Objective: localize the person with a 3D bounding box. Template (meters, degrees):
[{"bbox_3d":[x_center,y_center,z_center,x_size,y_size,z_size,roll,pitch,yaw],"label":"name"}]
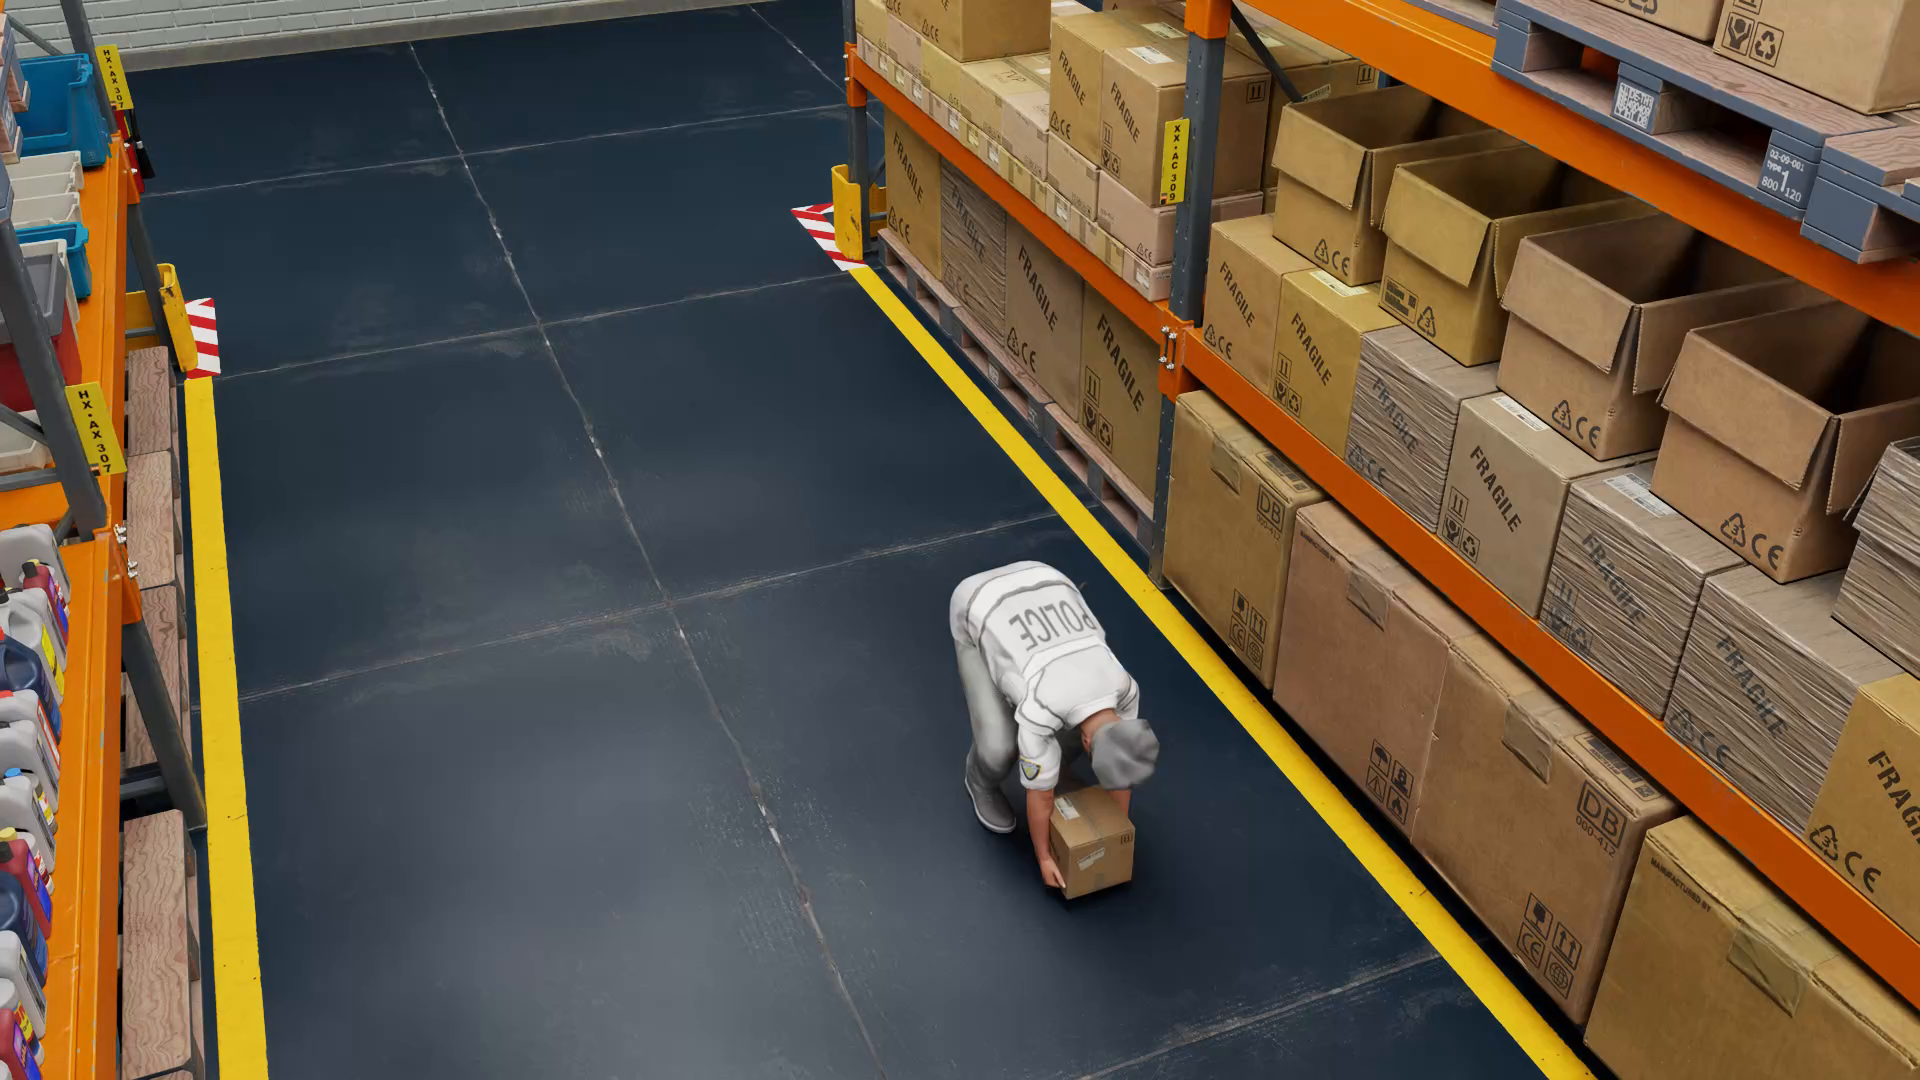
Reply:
[{"bbox_3d":[0.339,0.631,5.797,0.517,1.069,1.040,-15,36,-22],"label":"person"}]
